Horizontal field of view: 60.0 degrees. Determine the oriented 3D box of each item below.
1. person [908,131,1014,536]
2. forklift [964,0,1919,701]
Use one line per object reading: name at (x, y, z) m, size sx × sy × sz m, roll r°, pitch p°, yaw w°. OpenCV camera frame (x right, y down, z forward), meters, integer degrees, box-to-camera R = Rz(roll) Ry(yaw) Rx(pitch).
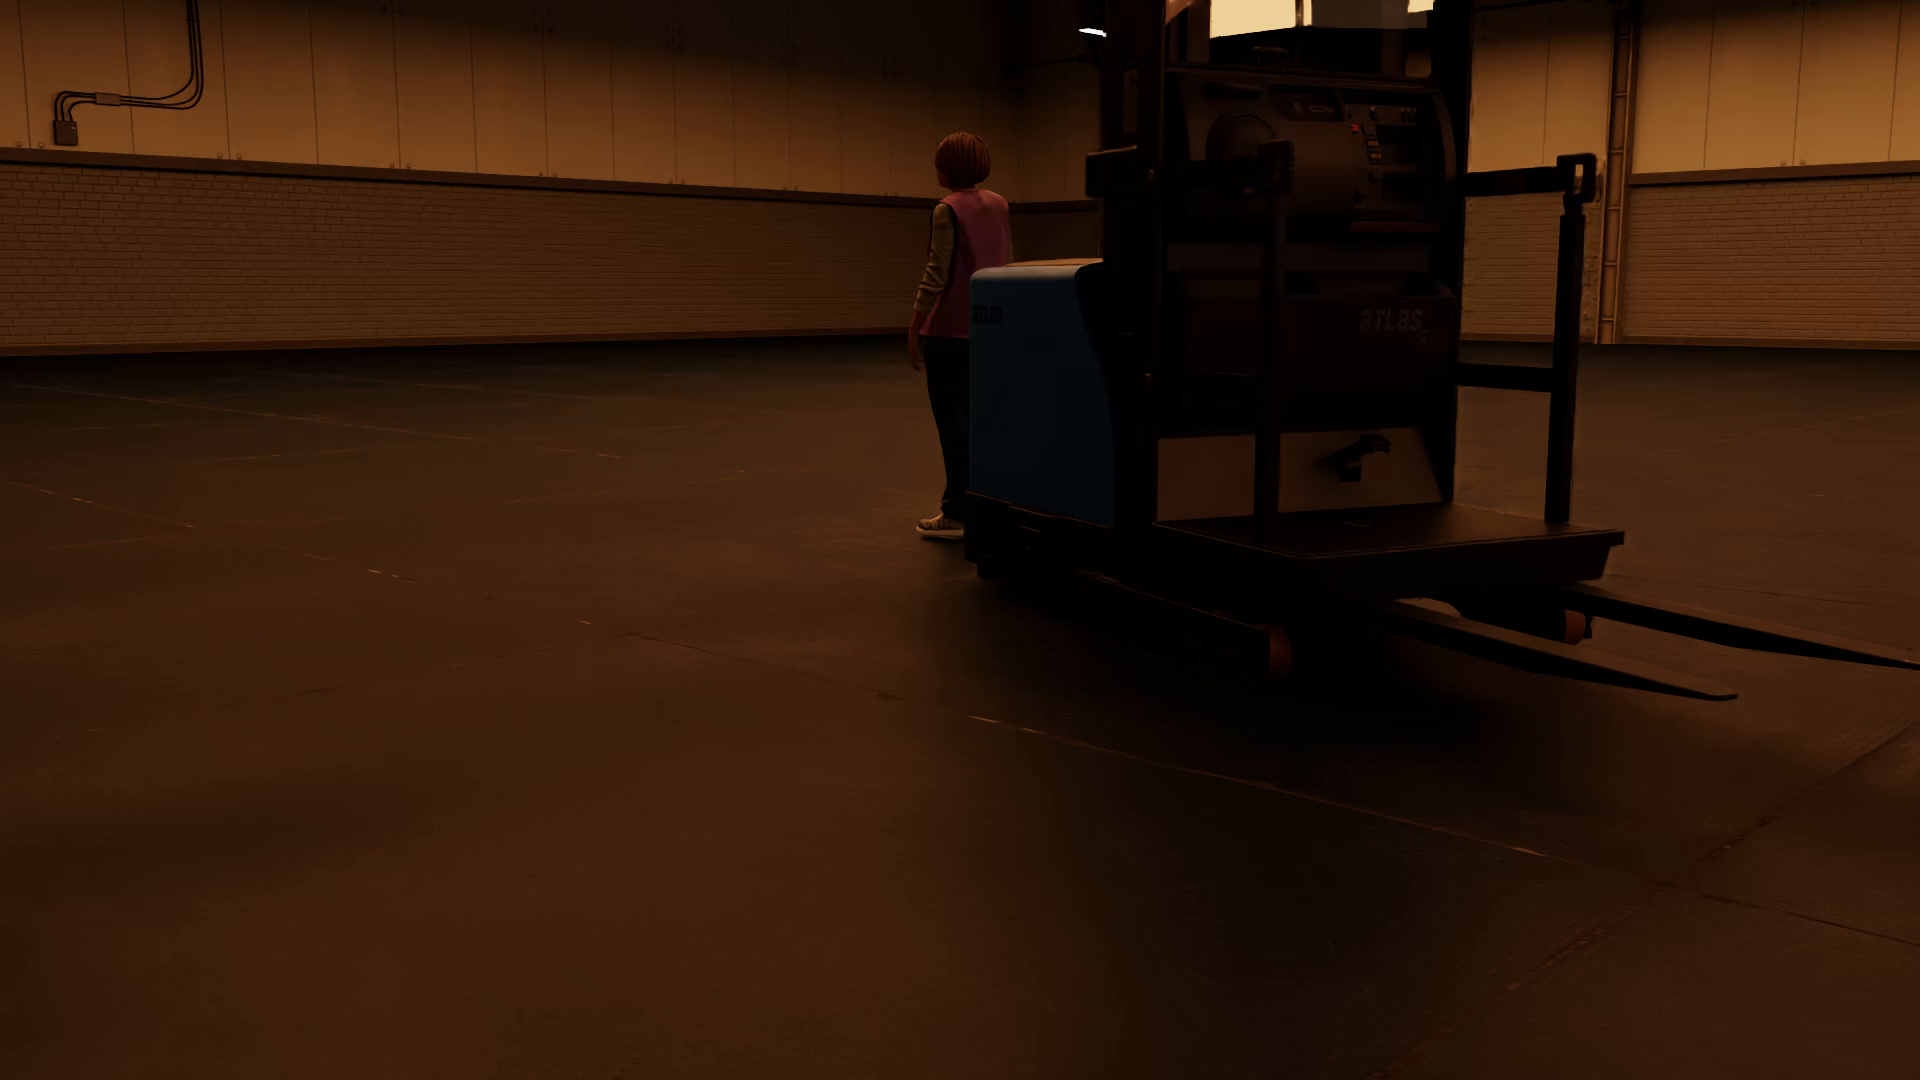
person at (-0.043, -0.806, 6.658) m, size 0.475 × 1.596 × 0.520 m, roll 8°, pitch 12°, yaw 43°
forklift at (1.106, -1.149, 4.506) m, size 1.130 × 2.935 × 3.031 m, roll -4°, pitch 9°, yaw -25°
